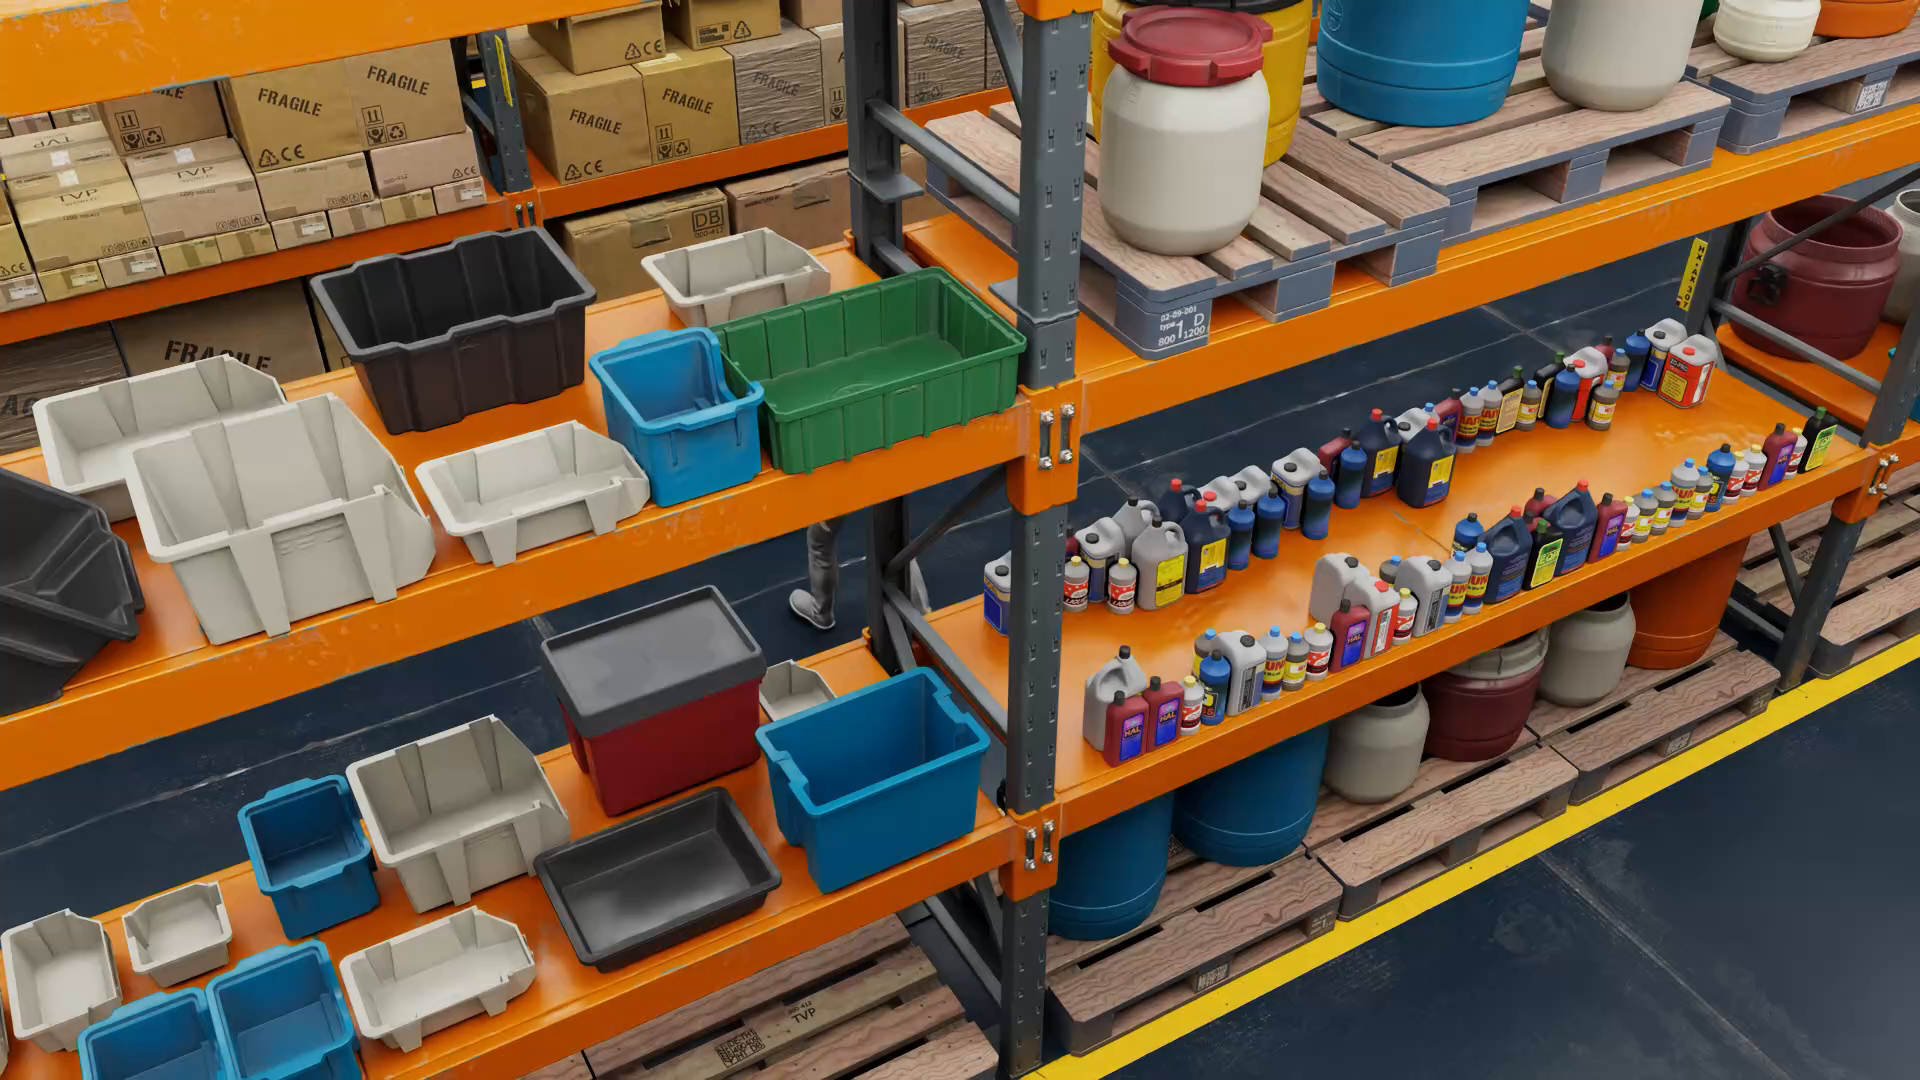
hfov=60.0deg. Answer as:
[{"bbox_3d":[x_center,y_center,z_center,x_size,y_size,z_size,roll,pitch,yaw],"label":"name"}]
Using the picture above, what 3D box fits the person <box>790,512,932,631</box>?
[{"bbox_3d":[-0.436,-0.249,7.242,0.502,1.665,0.762,-25,44,-29],"label":"person"}]
